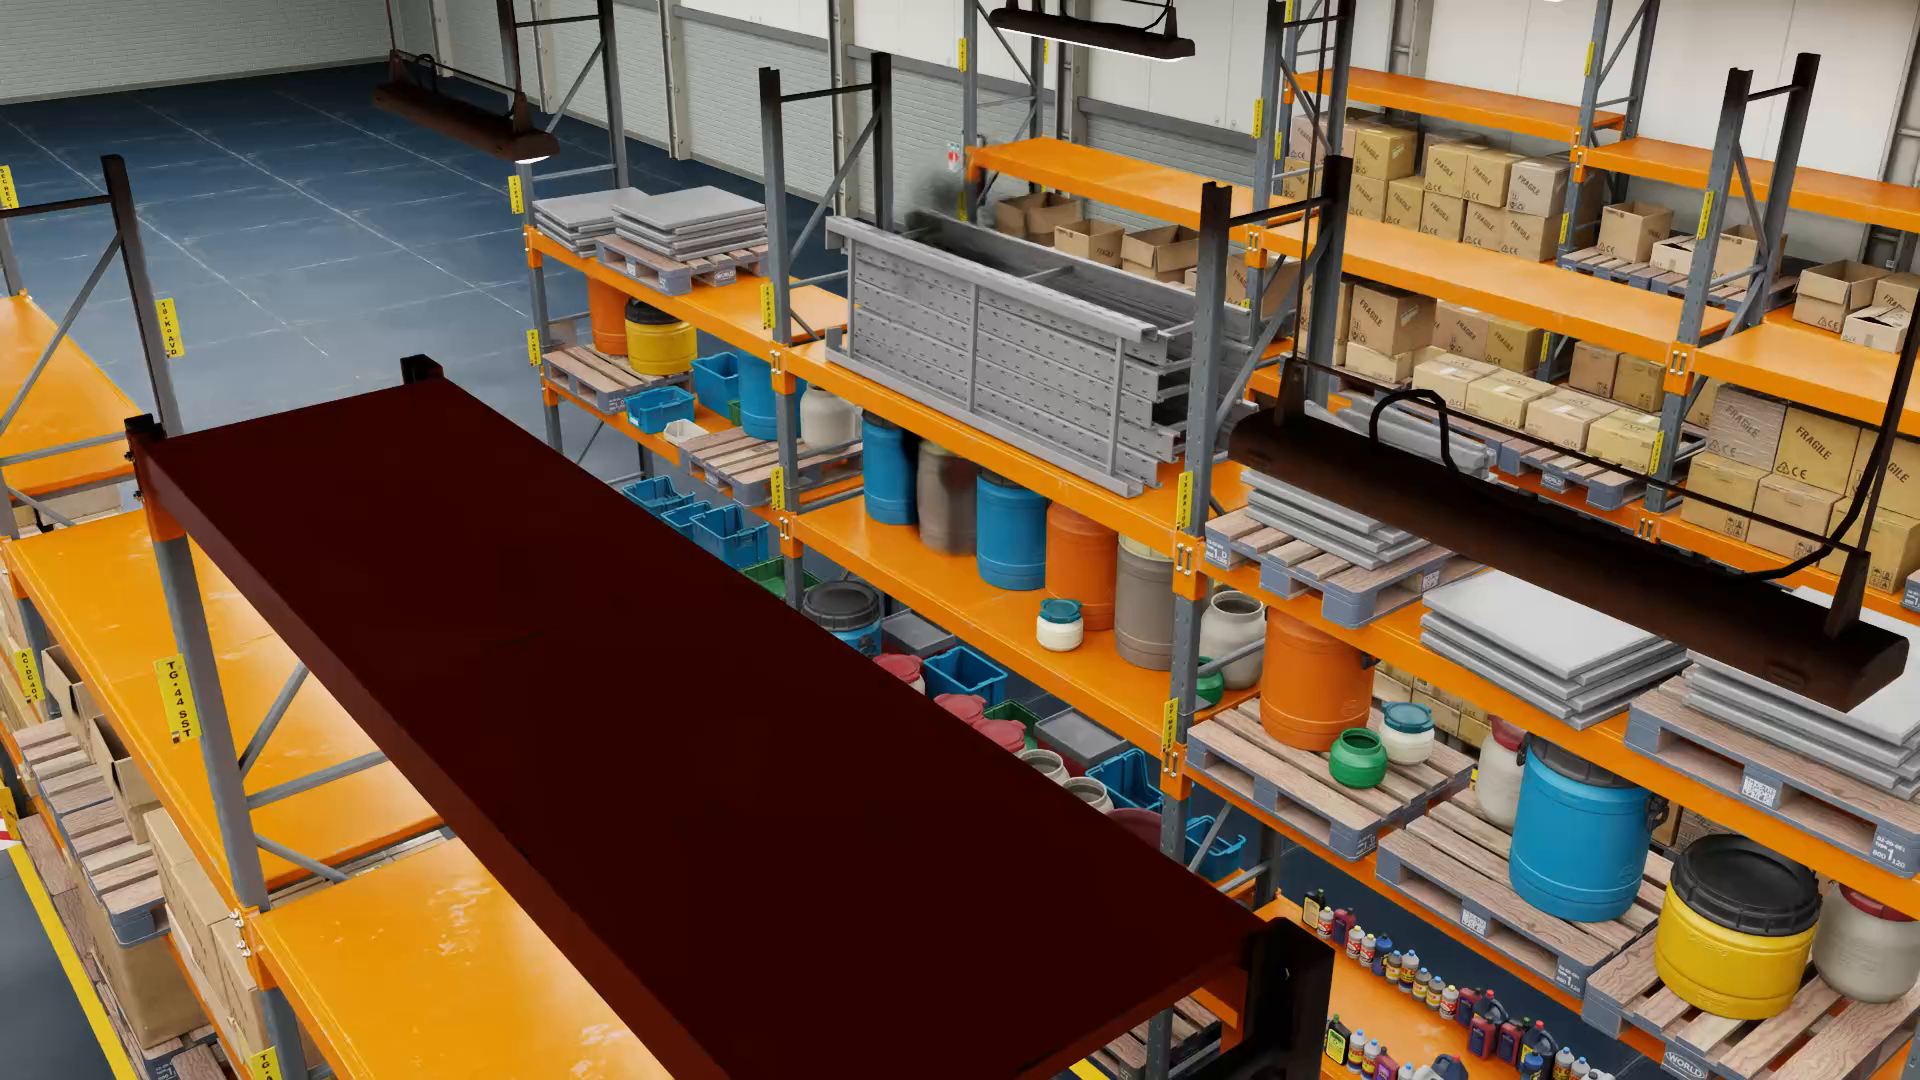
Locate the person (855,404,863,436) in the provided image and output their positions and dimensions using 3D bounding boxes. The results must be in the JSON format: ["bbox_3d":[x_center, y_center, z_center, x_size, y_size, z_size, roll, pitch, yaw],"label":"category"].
[{"bbox_3d":[-1.042,-1.764,19.982,0.813,1.763,0.712,-3,26,-6],"label":"person"}]
